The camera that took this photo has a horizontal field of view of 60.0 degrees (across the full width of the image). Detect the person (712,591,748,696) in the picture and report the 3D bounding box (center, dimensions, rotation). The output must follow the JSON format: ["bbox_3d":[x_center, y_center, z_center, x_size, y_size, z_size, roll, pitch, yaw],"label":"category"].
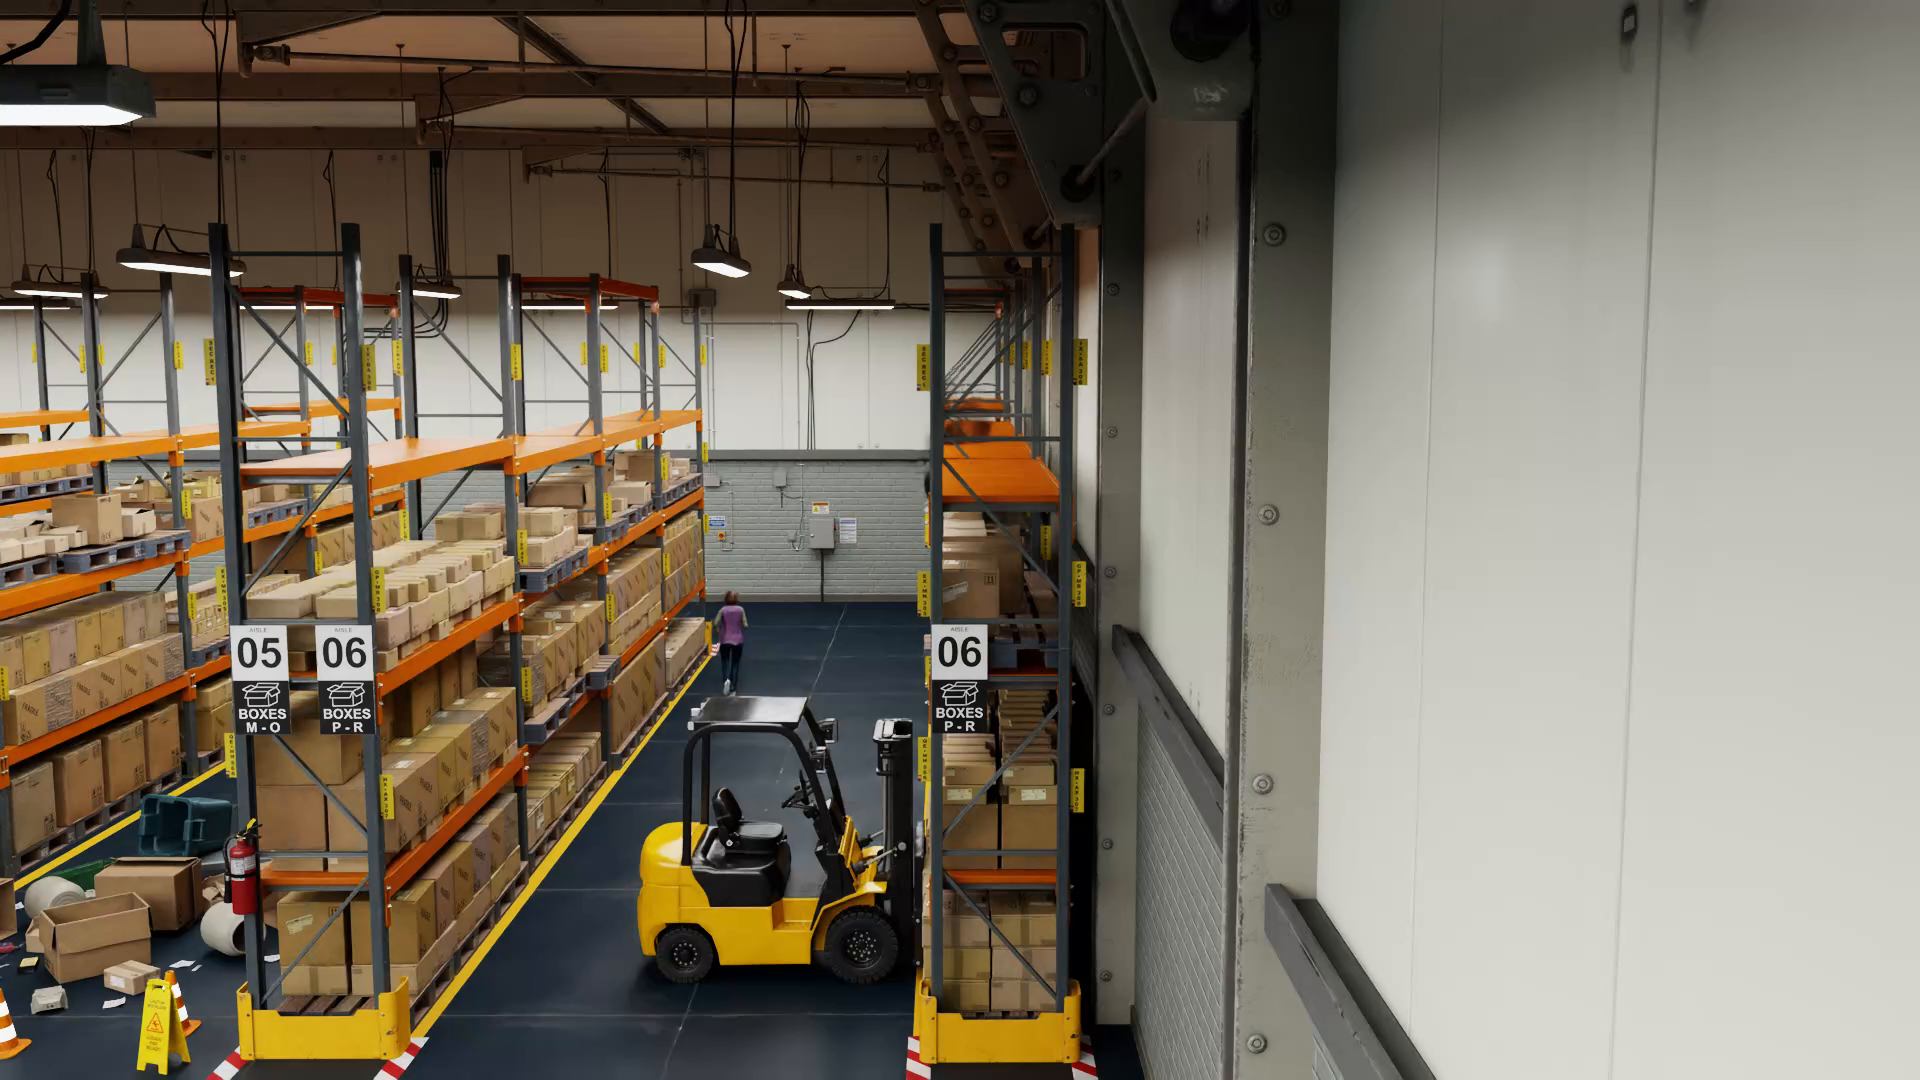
[{"bbox_3d":[-3.388,1.511,24.575,0.519,1.564,0.580,-1,7,-7],"label":"person"}]
